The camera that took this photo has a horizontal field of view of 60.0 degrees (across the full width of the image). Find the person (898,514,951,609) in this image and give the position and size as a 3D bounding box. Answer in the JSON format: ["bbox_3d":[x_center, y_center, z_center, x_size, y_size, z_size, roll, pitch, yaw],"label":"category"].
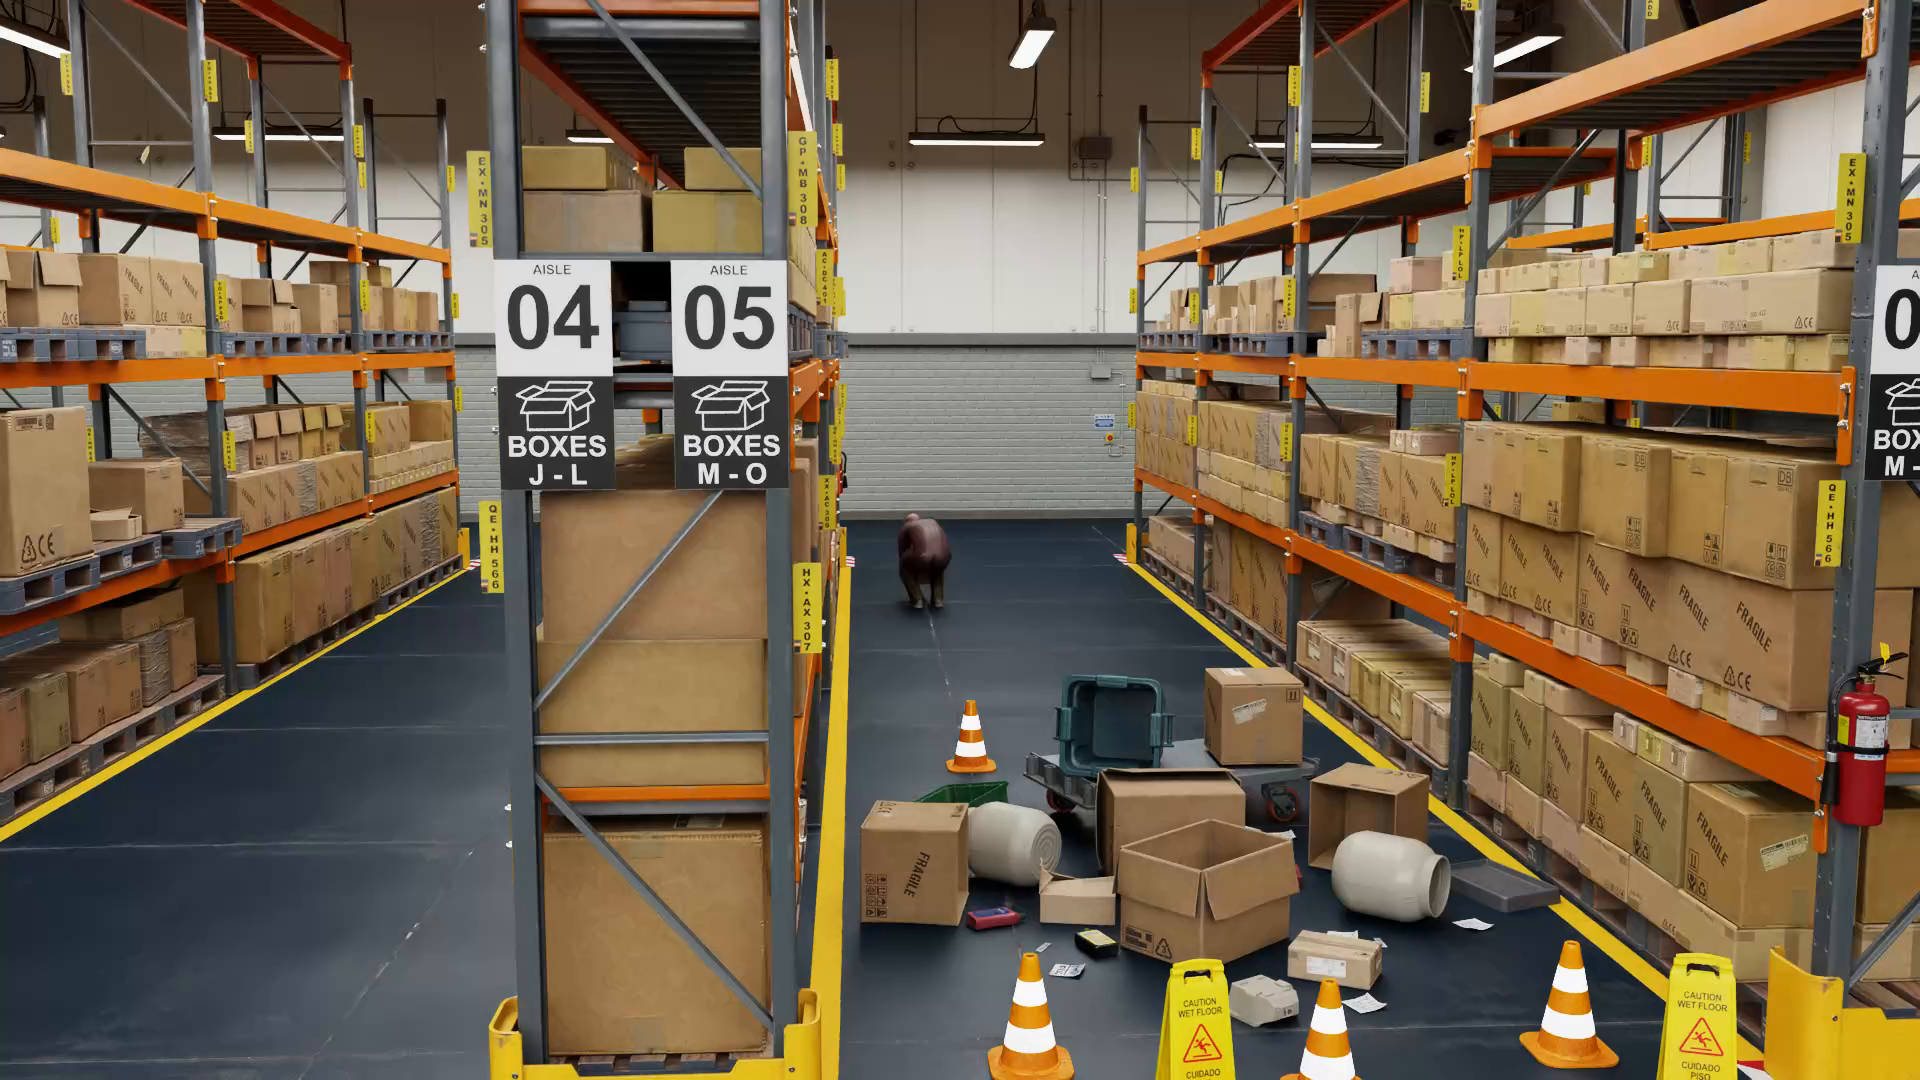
[{"bbox_3d":[-0.416,0.251,18.649,0.588,0.964,0.974,-2,7,-16],"label":"person"}]
